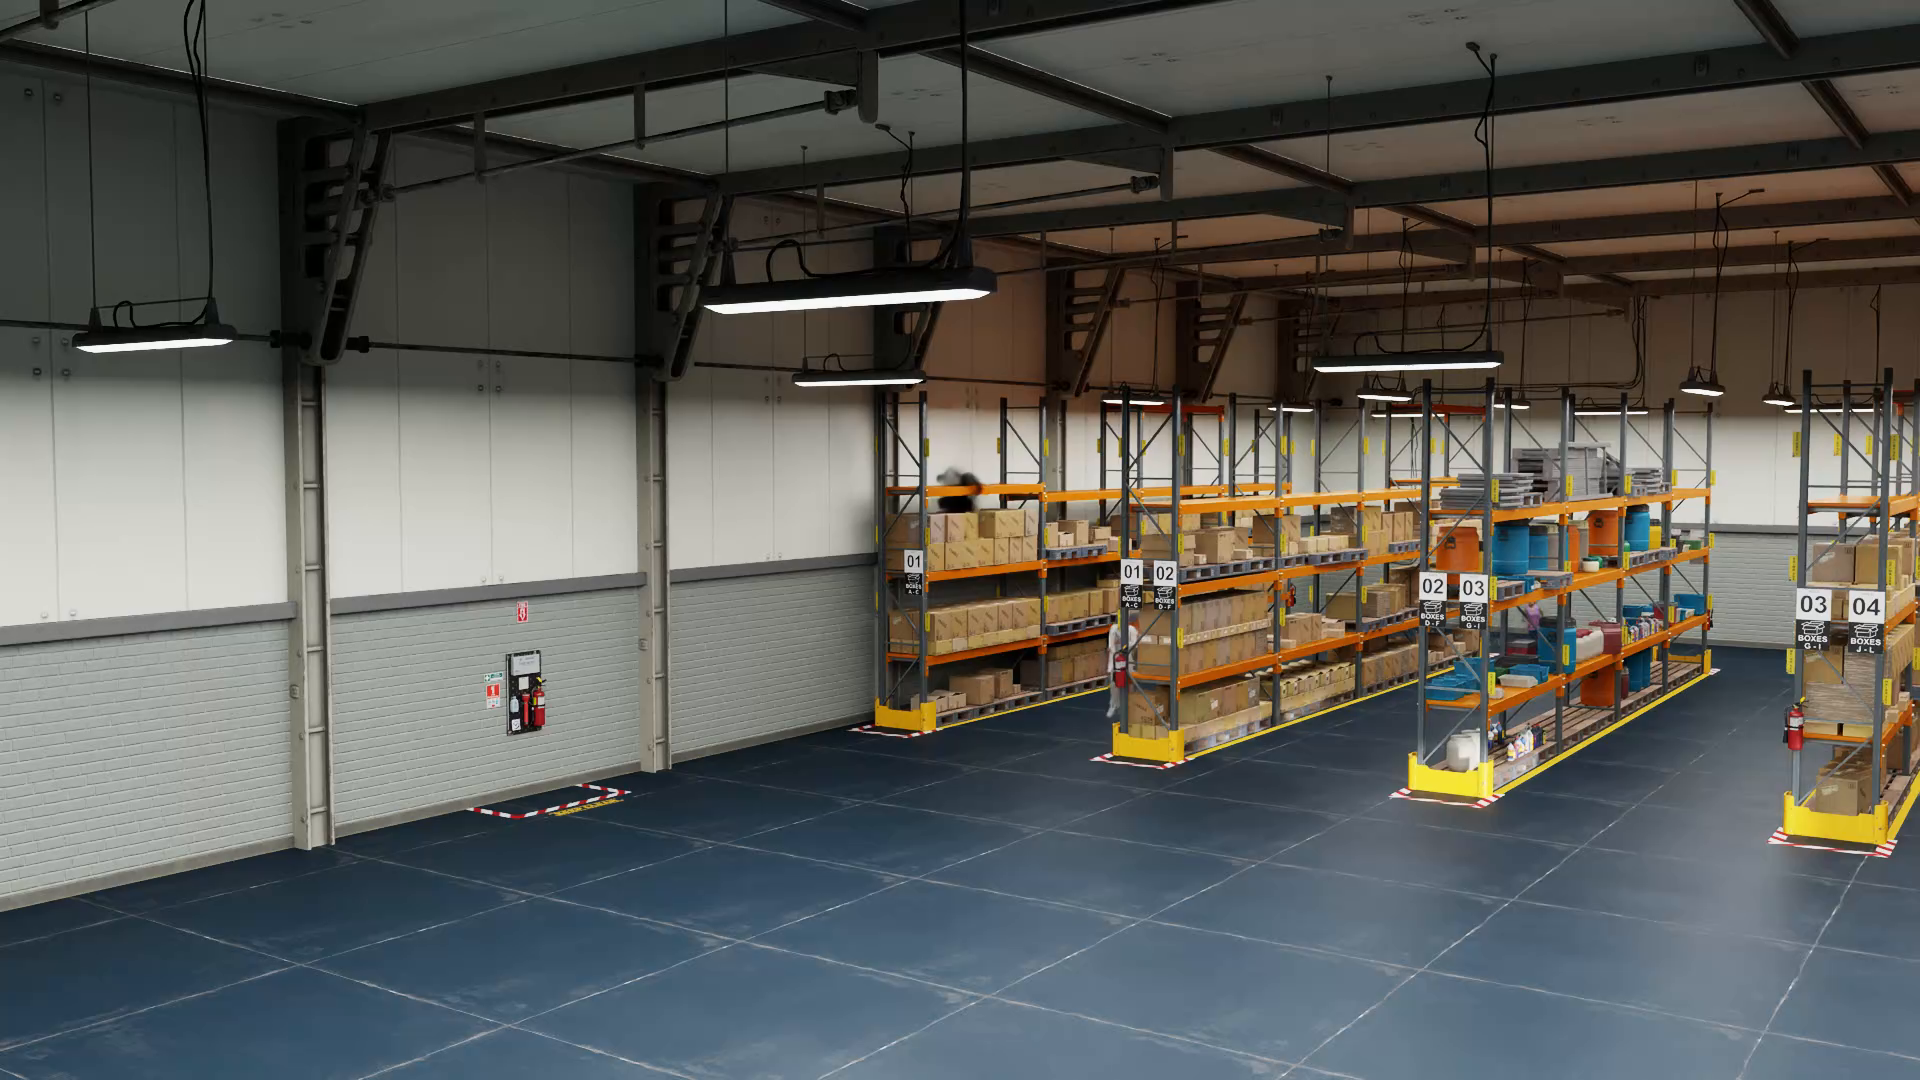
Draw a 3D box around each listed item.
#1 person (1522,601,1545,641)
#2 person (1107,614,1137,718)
[{"bbox_3d":[13.393,2.078,38.746,0.596,1.568,0.606,1,3,16],"label":"person"},{"bbox_3d":[2.864,2.205,29.710,0.682,1.897,0.779,2,4,31],"label":"person"}]
